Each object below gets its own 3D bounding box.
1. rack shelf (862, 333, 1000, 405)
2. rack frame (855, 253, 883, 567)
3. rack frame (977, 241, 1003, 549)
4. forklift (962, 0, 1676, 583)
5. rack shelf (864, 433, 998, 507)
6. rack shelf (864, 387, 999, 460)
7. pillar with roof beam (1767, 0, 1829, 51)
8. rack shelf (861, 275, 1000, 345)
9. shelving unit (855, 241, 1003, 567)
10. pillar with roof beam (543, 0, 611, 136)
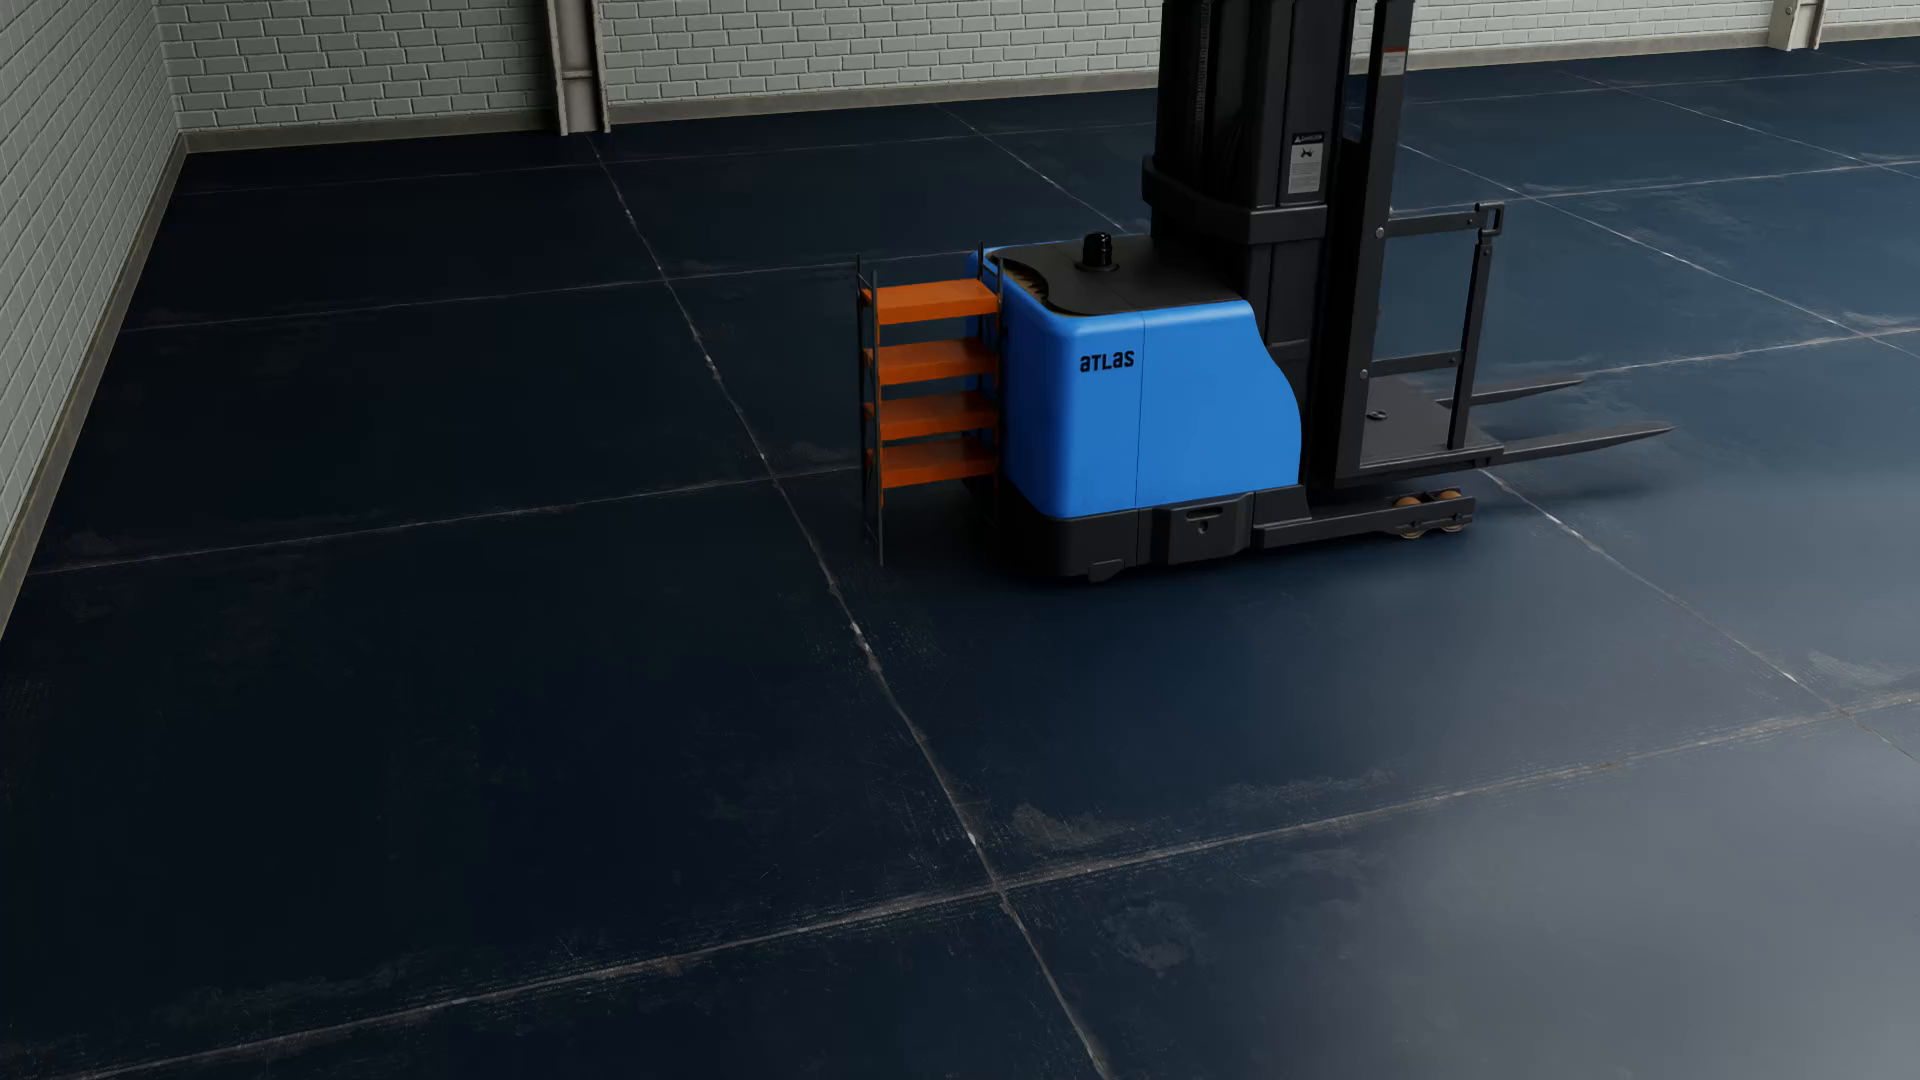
[{"bbox_3d":[-0.117,-0.658,6.374,0.480,0.148,0.258,-9,28,-17],"label":"rack shelf"},{"bbox_3d":[-0.348,-0.483,6.374,0.015,1.200,0.240,-9,28,-17],"label":"rack frame"},{"bbox_3d":[0.114,-0.553,6.514,0.015,1.200,0.240,-9,28,-17],"label":"rack frame"},{"bbox_3d":[1.582,-1.530,6.536,3.031,2.935,1.130,-9,28,-17],"label":"forklift"},{"bbox_3d":[-0.117,-0.280,6.562,0.480,0.148,0.258,-9,28,-17],"label":"rack shelf"},{"bbox_3d":[-0.117,-0.458,6.474,0.480,0.148,0.258,-9,28,-17],"label":"rack shelf"},{"bbox_3d":[9.705,-7.173,11.079,0.400,9.000,9.100,-8,28,-16],"label":"pillar with roof beam"},{"bbox_3d":[-0.117,-0.870,6.269,0.480,0.148,0.258,-9,28,-17],"label":"rack shelf"},{"bbox_3d":[-0.117,-0.518,6.444,0.503,1.200,0.258,-9,28,-17],"label":"shelving unit"},{"bbox_3d":[-1.705,-5.521,7.751,0.400,9.000,9.100,-8,28,-16],"label":"pillar with roof beam"}]
